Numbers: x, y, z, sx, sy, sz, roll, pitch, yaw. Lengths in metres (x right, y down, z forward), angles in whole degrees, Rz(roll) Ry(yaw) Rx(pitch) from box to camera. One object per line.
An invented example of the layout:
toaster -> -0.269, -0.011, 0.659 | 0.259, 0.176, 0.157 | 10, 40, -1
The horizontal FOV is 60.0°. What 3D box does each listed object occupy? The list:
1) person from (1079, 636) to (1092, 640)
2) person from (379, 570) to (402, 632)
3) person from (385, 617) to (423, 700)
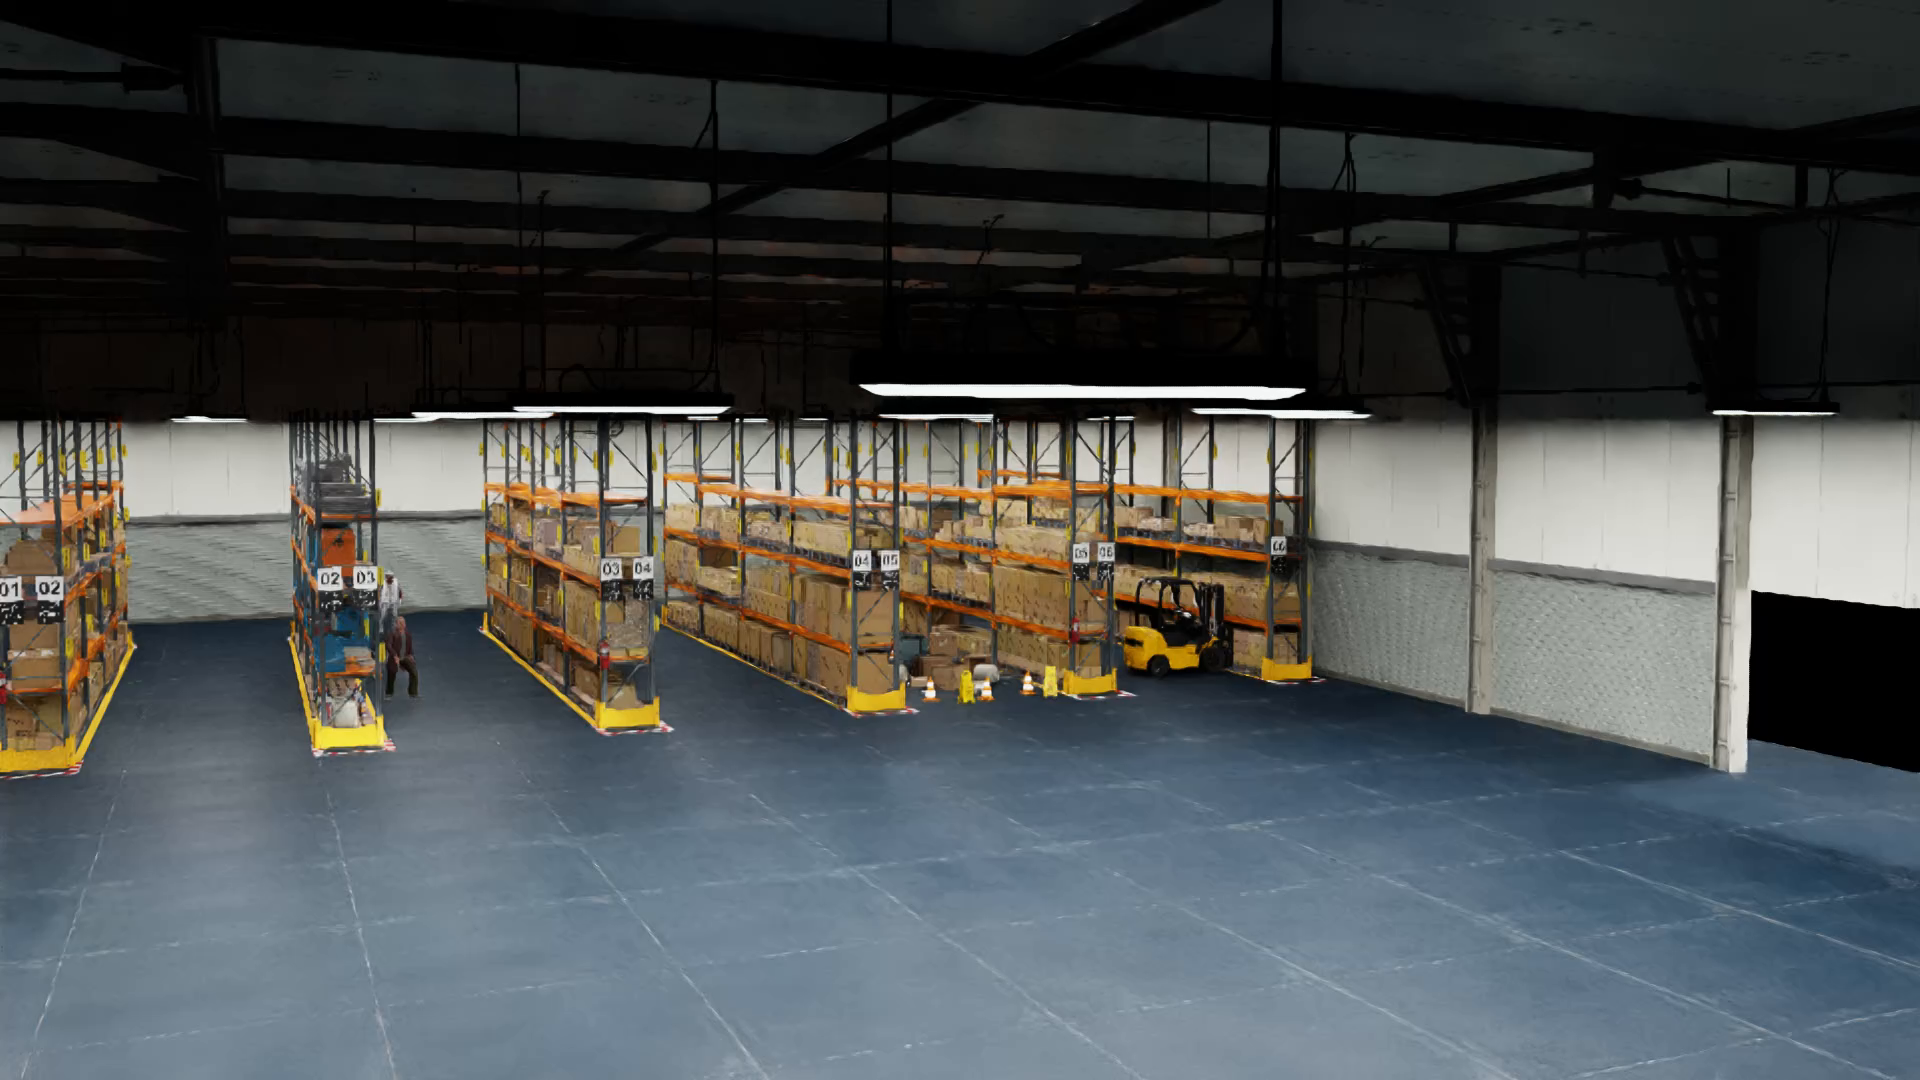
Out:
person -> 2.929, 2.132, 39.188 | 0.507, 1.678, 0.416 | 3, 5, 35
person -> -15.610, 1.682, 45.457 | 0.689, 1.735, 0.549 | -2, 4, -25
person -> -11.535, 2.442, 34.348 | 0.648, 1.734, 0.706 | 4, 6, 44
